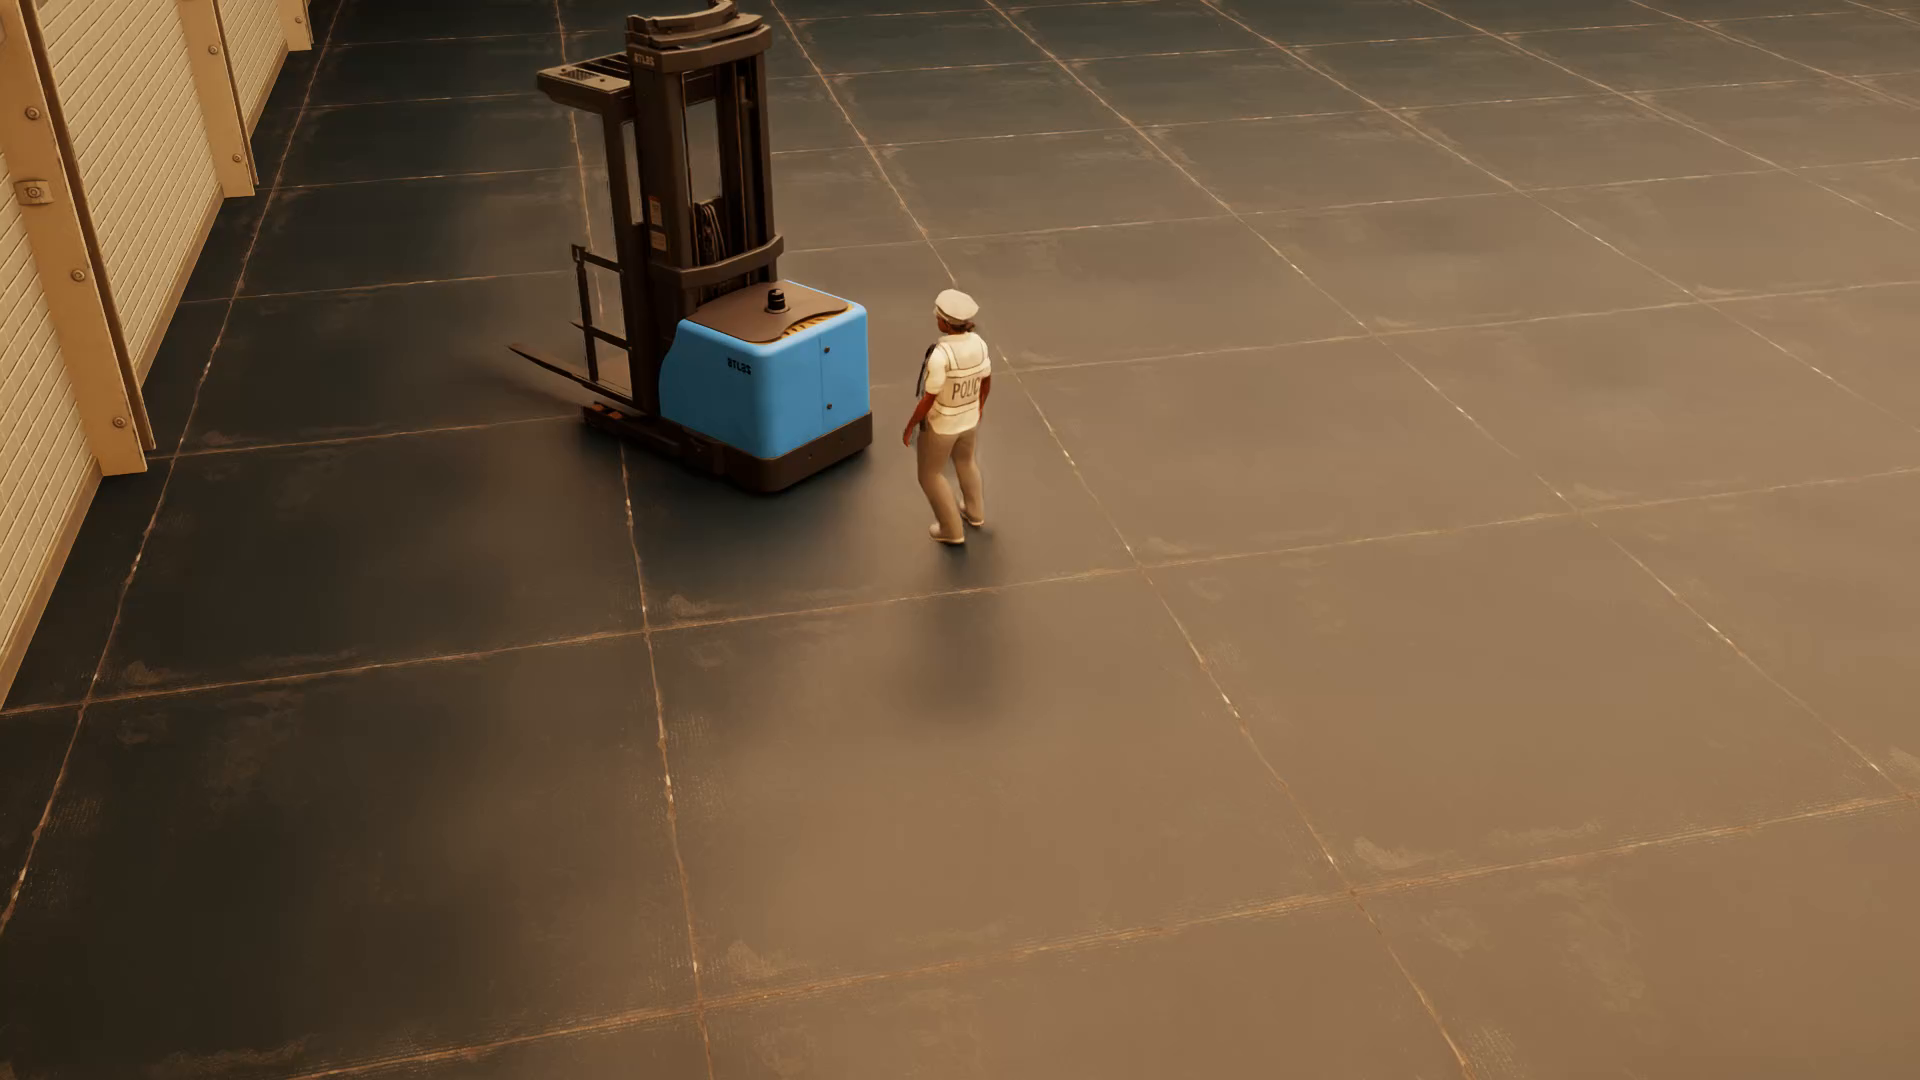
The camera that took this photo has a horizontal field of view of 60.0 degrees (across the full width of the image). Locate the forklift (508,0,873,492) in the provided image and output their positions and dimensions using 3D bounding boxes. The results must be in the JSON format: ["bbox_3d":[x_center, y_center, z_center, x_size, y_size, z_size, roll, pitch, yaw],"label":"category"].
[{"bbox_3d":[-2.057,-2.188,11.354,3.031,2.935,1.130,23,37,34],"label":"forklift"}]

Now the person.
[{"bbox_3d":[-0.043,-0.749,10.160,0.438,1.670,0.662,26,39,38],"label":"person"}]
